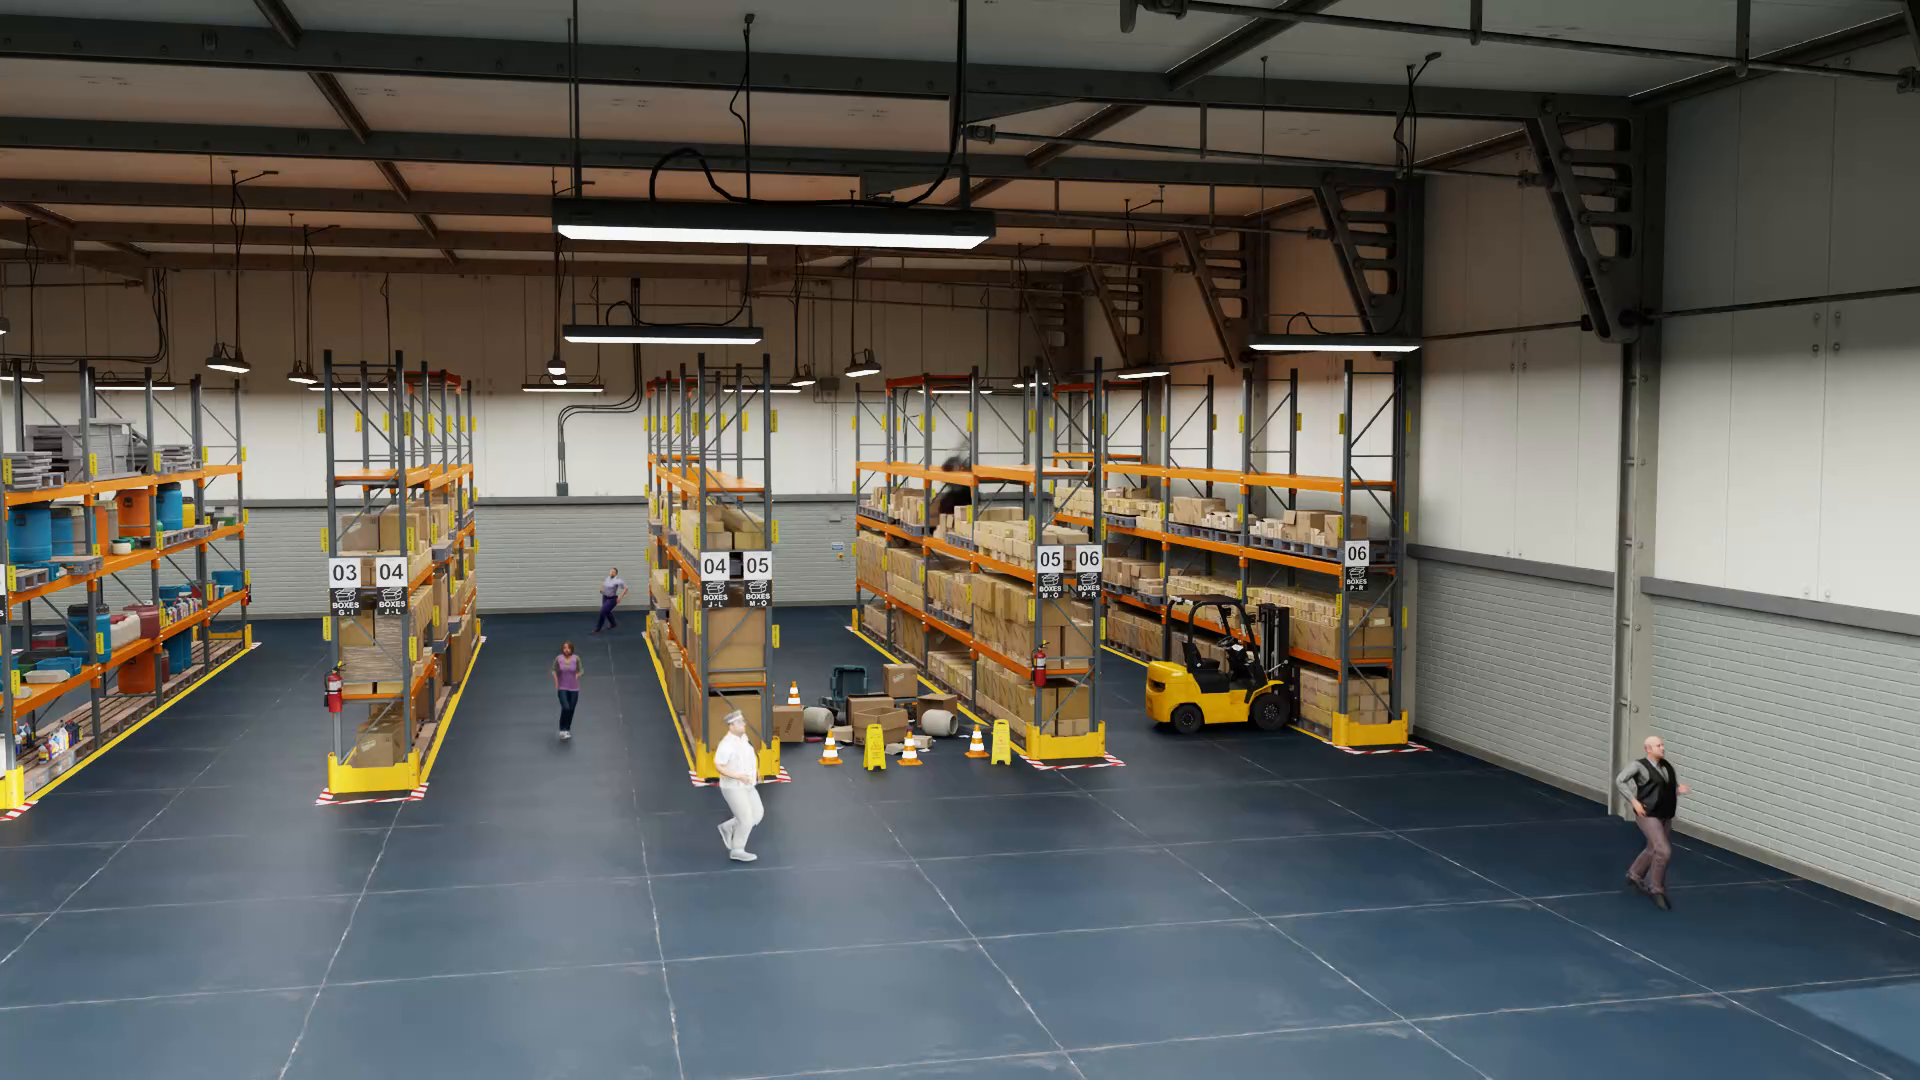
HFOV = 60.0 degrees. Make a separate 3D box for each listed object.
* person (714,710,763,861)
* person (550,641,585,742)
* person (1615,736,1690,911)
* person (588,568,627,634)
[{"bbox_3d":[-2.555,2.804,19.107,0.626,1.732,0.660,2,4,22],"label":"person"},{"bbox_3d":[-6.178,2.387,26.241,0.510,1.592,0.647,-1,4,-20],"label":"person"},{"bbox_3d":[7.255,2.936,17.374,0.639,1.780,0.731,-2,5,-30],"label":"person"},{"bbox_3d":[-8.501,1.448,39.853,0.861,1.587,0.771,-2,5,-31],"label":"person"}]
